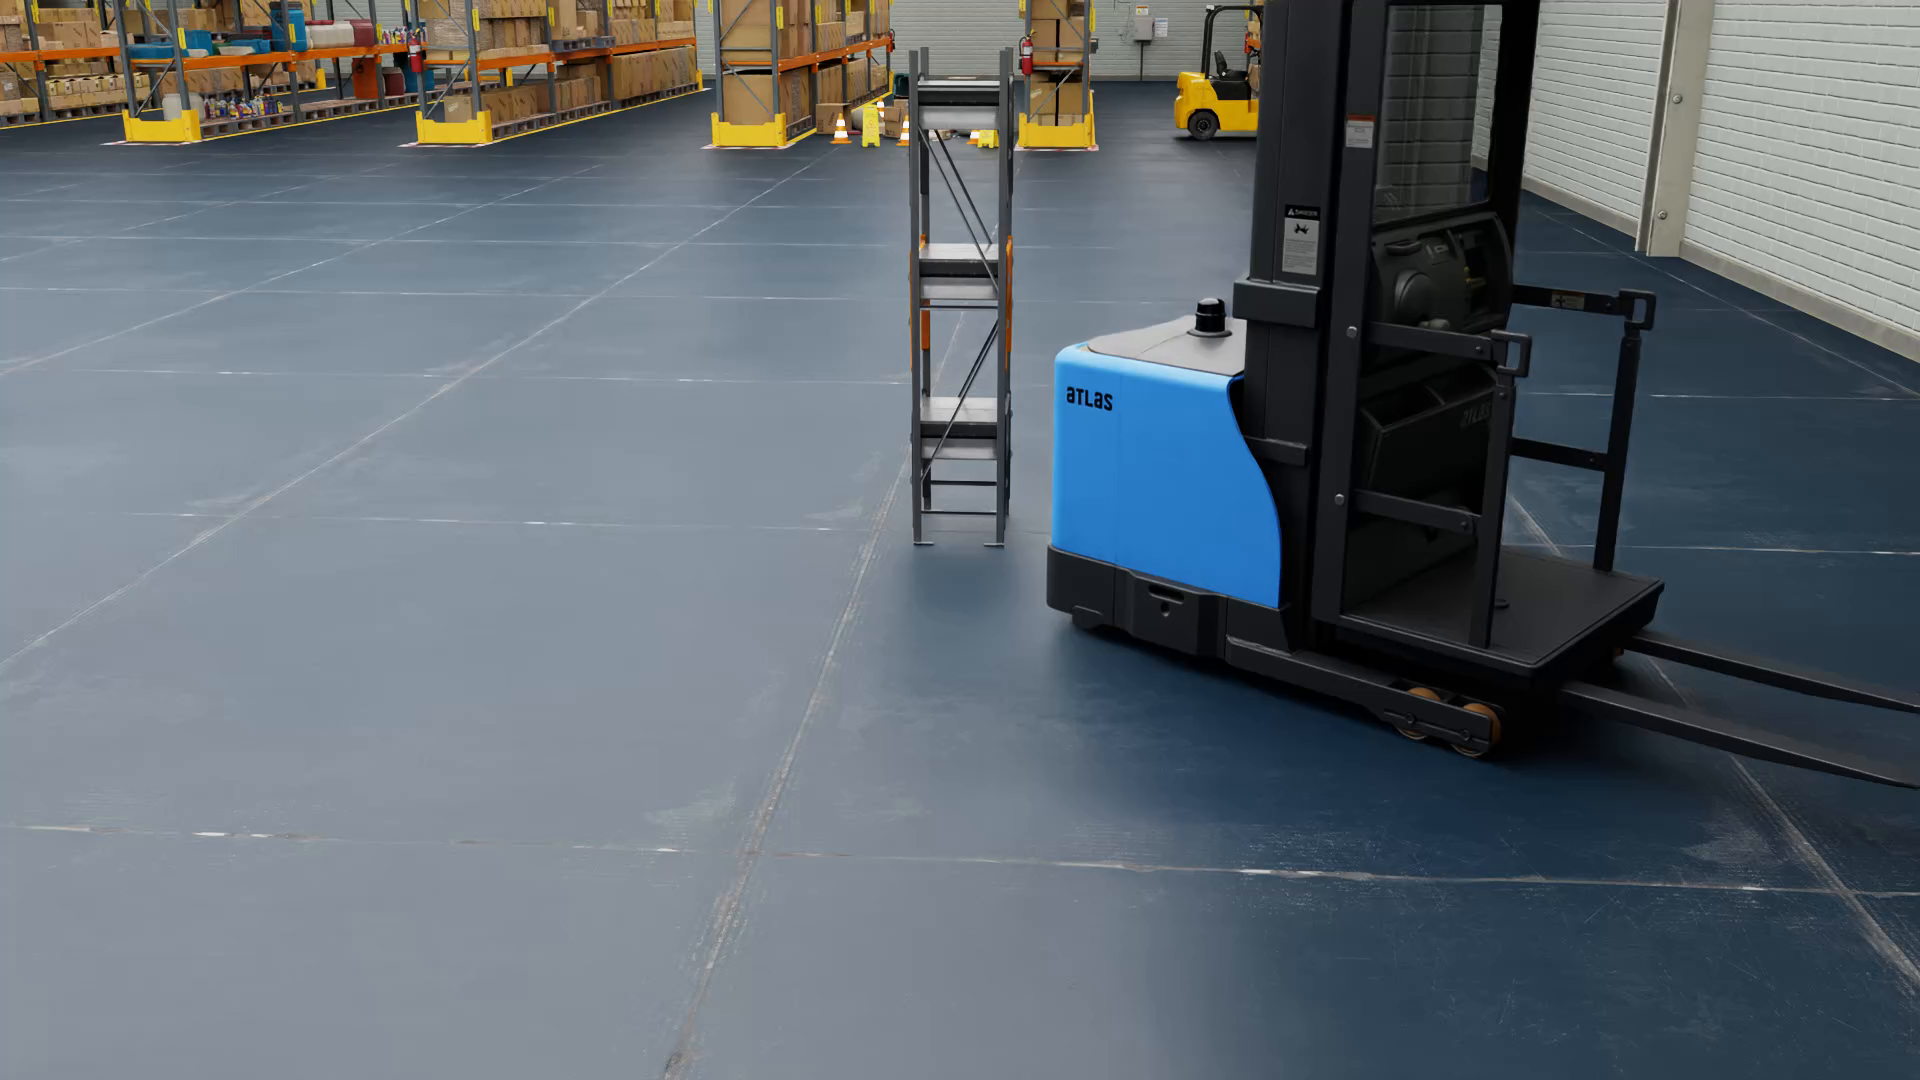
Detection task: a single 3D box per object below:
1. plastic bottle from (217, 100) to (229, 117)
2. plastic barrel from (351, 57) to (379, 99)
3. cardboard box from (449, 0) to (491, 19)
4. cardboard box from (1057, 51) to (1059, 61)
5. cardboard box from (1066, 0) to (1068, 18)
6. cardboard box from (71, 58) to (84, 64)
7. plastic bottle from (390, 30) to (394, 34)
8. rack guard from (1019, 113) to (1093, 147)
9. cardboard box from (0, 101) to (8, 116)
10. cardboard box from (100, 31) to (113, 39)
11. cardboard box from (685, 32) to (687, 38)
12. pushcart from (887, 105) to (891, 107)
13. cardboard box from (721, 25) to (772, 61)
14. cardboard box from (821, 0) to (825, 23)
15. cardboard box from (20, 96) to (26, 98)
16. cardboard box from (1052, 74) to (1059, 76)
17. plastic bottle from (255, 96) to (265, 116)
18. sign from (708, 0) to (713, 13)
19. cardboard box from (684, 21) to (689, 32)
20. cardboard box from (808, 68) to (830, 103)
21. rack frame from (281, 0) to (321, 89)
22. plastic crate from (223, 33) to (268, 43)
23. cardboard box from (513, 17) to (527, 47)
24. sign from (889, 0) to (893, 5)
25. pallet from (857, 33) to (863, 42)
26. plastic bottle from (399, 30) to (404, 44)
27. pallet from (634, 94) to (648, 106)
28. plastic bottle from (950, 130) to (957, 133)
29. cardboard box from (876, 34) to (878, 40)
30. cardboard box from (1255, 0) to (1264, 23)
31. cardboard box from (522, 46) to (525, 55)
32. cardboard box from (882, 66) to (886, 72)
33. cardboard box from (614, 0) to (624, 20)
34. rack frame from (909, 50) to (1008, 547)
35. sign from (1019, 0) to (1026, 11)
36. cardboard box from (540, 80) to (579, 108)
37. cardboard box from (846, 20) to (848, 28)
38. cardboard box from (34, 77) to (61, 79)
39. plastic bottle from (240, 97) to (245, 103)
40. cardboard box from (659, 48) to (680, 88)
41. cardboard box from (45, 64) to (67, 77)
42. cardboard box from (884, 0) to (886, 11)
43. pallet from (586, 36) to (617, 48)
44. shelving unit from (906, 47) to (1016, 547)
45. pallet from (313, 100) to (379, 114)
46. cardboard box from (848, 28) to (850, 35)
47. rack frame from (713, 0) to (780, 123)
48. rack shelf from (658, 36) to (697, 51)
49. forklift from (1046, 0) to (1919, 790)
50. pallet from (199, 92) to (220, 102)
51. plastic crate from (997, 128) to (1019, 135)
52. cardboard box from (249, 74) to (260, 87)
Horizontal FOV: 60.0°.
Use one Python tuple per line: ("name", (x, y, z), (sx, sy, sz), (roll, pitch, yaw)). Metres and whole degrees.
("plastic bottle", (-13.370, -7.826, 30.156), (0.152, 0.276, 0.135), (1, 18, 4))
("plastic barrel", (-12.699, -9.901, 35.634), (0.600, 0.830, 0.708), (1, 18, 4))
("cardboard box", (-8.039, -8.814, 27.262), (0.500, 0.500, 0.500), (1, 18, 4))
("cardboard box", (1.769, -7.825, 26.889), (0.380, 0.149, 0.250), (2, 18, 5))
("cardboard box", (1.397, -8.749, 27.062), (0.700, 0.500, 0.500), (1, 18, 4))
("cardboard box", (-21.912, -11.859, 41.095), (0.380, 0.149, 0.250), (1, 18, 2))
("plastic bottle", (-12.758, -11.338, 37.407), (0.152, 0.276, 0.135), (1, 18, 4))
("rack guard", (1.540, -6.600, 26.763), (1.175, 0.500, 0.348), (1, 18, 4))
("cardboard box", (-17.826, -7.884, 30.406), (0.500, 0.250, 0.500), (1, 18, 4))
("cardboard box", (-17.915, -10.377, 34.417), (0.500, 0.311, 0.500), (1, 18, 3))
("cardboard box", (-6.955, -12.481, 41.099), (0.380, 0.149, 0.250), (2, 18, 5))
("pushcart", (-0.457, -7.796, 30.609), (1.648, 0.377, 0.936), (-5, 19, -15))
("cardboard box", (-3.429, -8.031, 26.874), (0.875, 0.550, 0.550), (1, 18, 4))
("cardboard box", (-2.985, -10.236, 32.079), (0.700, 0.500, 0.500), (1, 18, 3))
("cardboard box", (-18.204, -8.478, 32.222), (0.500, 0.250, 0.500), (1, 18, 3))
("cardboard box", (1.509, -8.079, 29.798), (0.500, 0.500, 0.500), (2, 18, 7))
("plastic bottle", (-12.799, -7.922, 30.331), (0.144, 0.351, 0.185), (1, 18, 4))
("sign", (-3.951, -8.523, 26.376), (0.100, 0.325, 0.005), (1, 18, 4))
("cardboard box", (-7.010, -12.711, 41.161), (0.500, 0.250, 0.500), (1, 18, 3))
("cardboard box", (-3.096, -8.711, 32.128), (1.050, 0.750, 0.750), (1, 18, 4))
("rack frame", (-17.084, -13.177, 42.820), (1.000, 3.000, 0.127), (1, 18, 4))
("plastic crate", (-13.168, -9.149, 30.627), (0.767, 0.338, 0.504), (1, 18, 4))
("cardboard box", (-8.164, -8.966, 29.331), (0.875, 0.500, 0.500), (1, 18, 4))
("sign", (-1.711, -13.495, 41.422), (0.100, 0.325, 0.005), (1, 18, 4))
("pallet", (-2.750, -11.245, 37.232), (1.003, 0.211, 1.213), (1, 18, 4))
("plastic bottle", (-12.235, -11.010, 36.395), (0.061, 0.283, 0.133), (1, 18, 4))
("pallet", (-7.555, -9.766, 36.889), (1.003, 0.211, 1.213), (1, 18, 4))
("plastic bottle", (-0.142, -7.251, 29.455), (0.133, 0.061, 0.283), (4, 19, 13))
("cardboard box", (-2.157, -11.942, 39.454), (0.380, 0.149, 0.250), (2, 18, 6))
("cardboard box", (7.224, -12.450, 39.159), (0.500, 0.500, 0.500), (2, 18, 5))
("cardboard box", (-7.925, -8.648, 29.402), (0.380, 0.149, 0.250), (1, 18, 4))
("cardboard box", (-2.016, -11.610, 40.987), (0.380, 0.149, 0.250), (1, 18, 3))
("cardboard box", (-7.659, -11.423, 35.697), (0.797, 0.503, 0.637), (2, 18, 5))
("rack frame", (-0.006, -0.973, 7.022), (0.400, 2.100, 0.015), (1, 18, 4))
("sign", (0.982, -8.483, 26.129), (0.100, 0.325, 0.005), (1, 18, 4))
("cardboard box", (-7.905, -8.761, 32.650), (0.700, 0.500, 0.500), (0, 18, -1))
("cardboard box", (-2.569, -10.863, 35.008), (0.380, 0.149, 0.250), (1, 18, 2))
("cardboard box", (-18.132, -9.058, 33.092), (0.500, 0.311, 0.500), (1, 18, 4))
("plastic bottle", (-13.464, -8.162, 31.189), (0.097, 0.271, 0.097), (0, 18, 0))
("cardboard box", (-7.298, -11.385, 40.089), (0.875, 0.875, 0.875), (1, 18, 4))
("cardboard box", (-22.156, -11.286, 40.389), (0.700, 0.500, 0.500), (2, 18, 5))
("cardboard box", (-2.084, -13.172, 40.560), (0.500, 0.500, 0.500), (1, 18, 2))
("pallet", (-7.722, -10.155, 33.906), (1.213, 0.211, 1.003), (1, 18, 4))
("shelving unit", (0.012, -1.049, 7.253), (0.431, 2.100, 0.503), (1, 18, 4))
("pallet", (-12.811, -9.016, 34.599), (1.003, 0.211, 1.213), (1, 18, 4))
("cardboard box", (-2.547, -10.794, 35.276), (0.380, 0.149, 0.250), (2, 18, 6))
("rack frame", (-3.410, -7.843, 26.543), (1.000, 3.000, 0.127), (1, 18, 4))
("rack shelf", (-7.347, -11.992, 40.358), (1.077, 0.370, 4.000), (1, 18, 4))
("forklift", (1.768, -0.885, 5.417), (3.031, 2.935, 1.130), (16, 24, 39))
("pallet", (-17.476, -9.976, 37.530), (1.003, 0.211, 1.213), (1, 18, 4))
("plastic crate", (0.890, -7.150, 29.115), (0.402, 0.080, 0.583), (-5, 19, -15))
("cardboard box", (-17.125, -10.992, 39.762), (0.500, 0.311, 0.500), (1, 18, 4))
